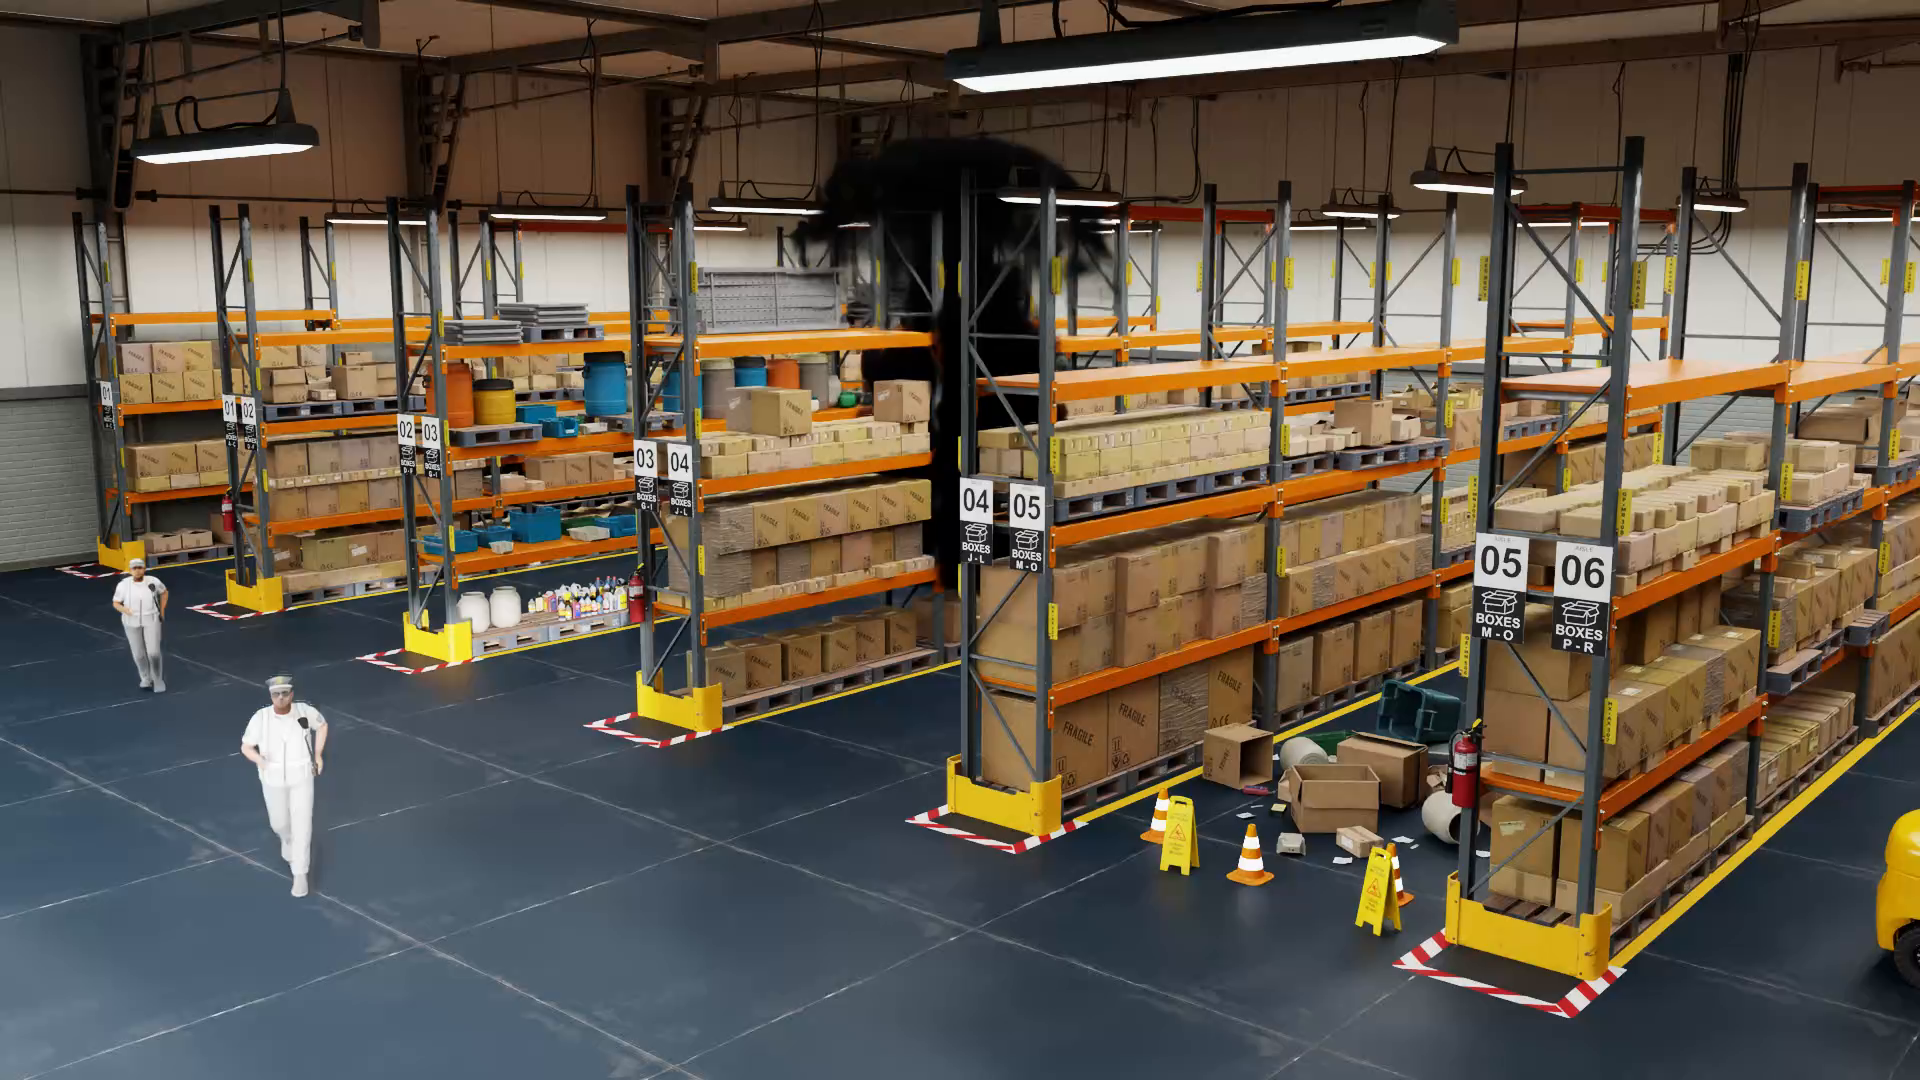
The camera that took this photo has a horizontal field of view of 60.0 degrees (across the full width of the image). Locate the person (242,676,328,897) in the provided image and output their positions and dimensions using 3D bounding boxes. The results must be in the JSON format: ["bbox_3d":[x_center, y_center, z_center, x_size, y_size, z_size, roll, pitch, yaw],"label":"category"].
[{"bbox_3d":[-5.639,1.989,13.936,0.668,1.783,0.982,-3,10,-18],"label":"person"}]

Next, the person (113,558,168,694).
[{"bbox_3d":[-9.884,1.047,20.097,0.593,1.687,0.686,-4,10,-21],"label":"person"}]
